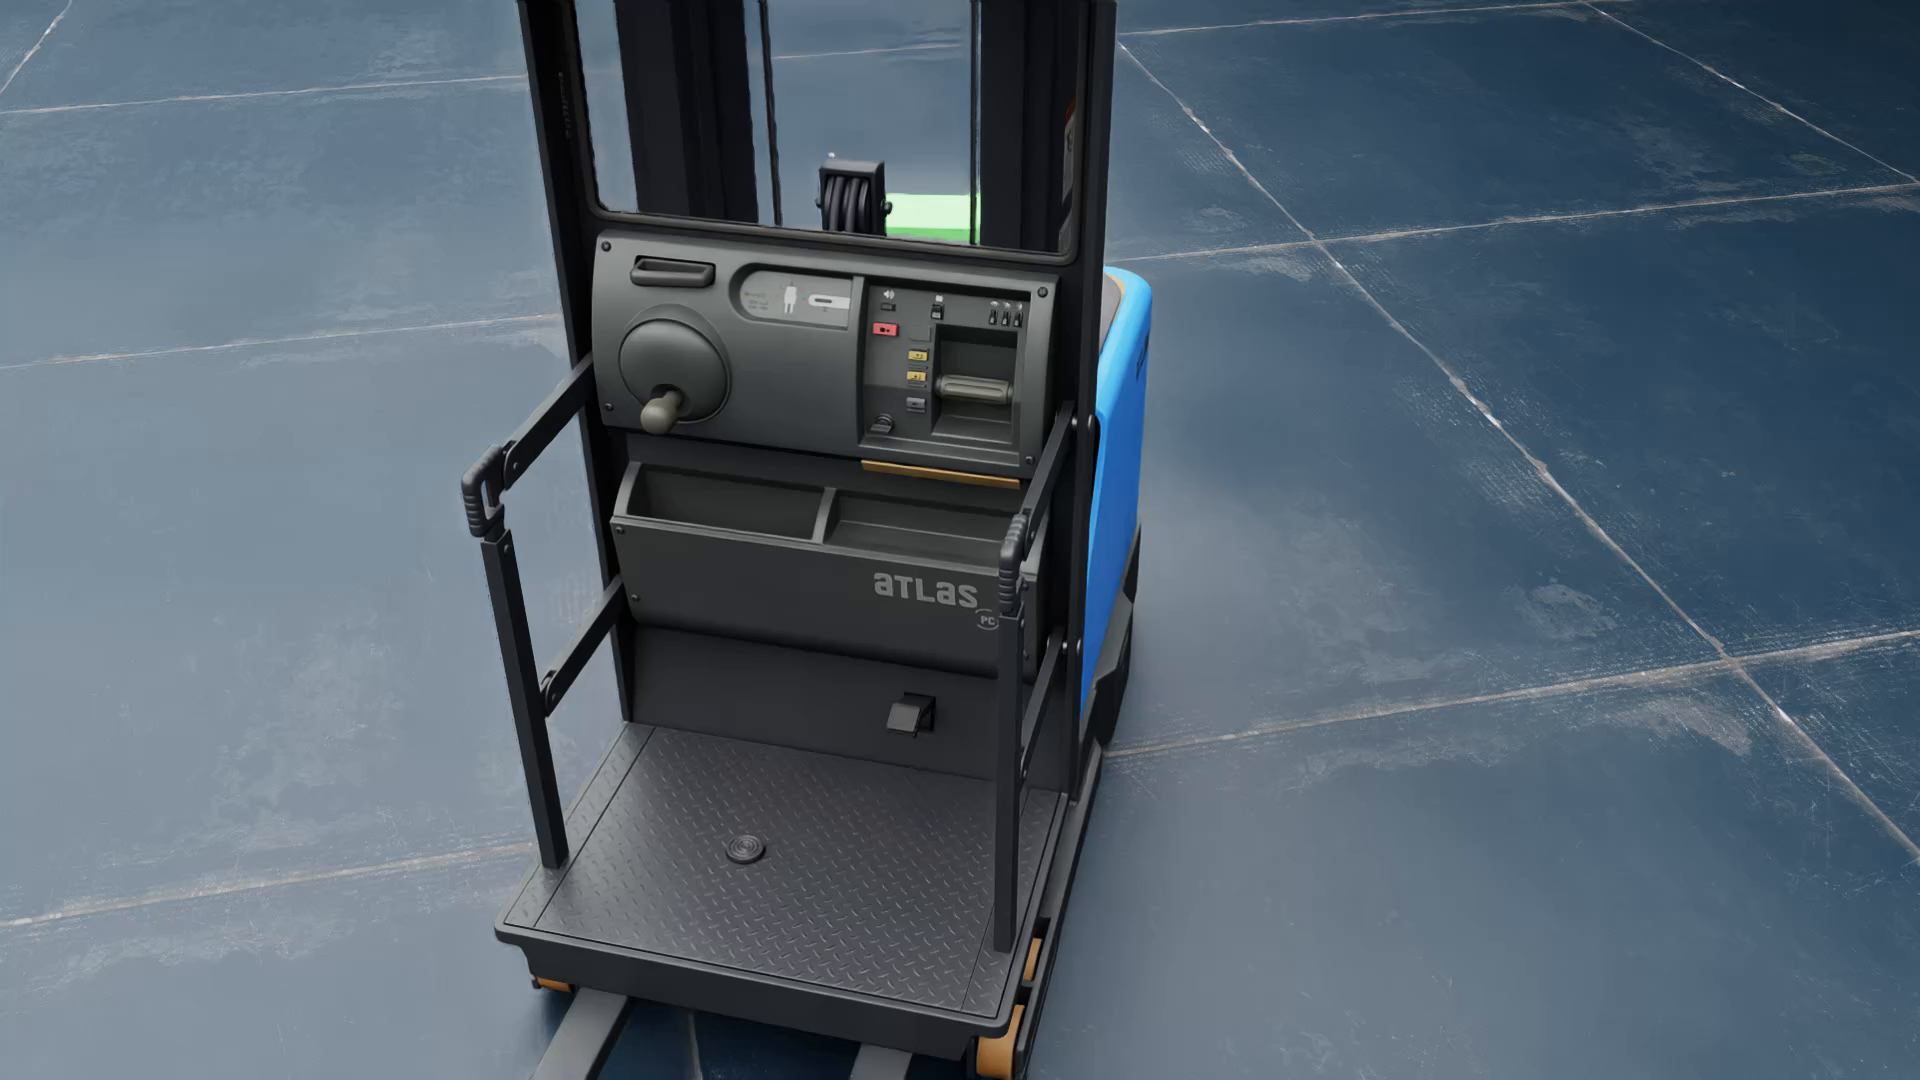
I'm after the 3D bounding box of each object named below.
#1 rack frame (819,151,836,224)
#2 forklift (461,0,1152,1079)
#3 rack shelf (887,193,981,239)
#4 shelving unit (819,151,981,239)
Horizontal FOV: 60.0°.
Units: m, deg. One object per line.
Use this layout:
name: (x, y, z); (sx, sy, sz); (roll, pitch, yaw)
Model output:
rack frame: (-0.371, -0.545, 4.986); (0.015, 1.200, 0.240); (2, 34, 3)
forklift: (-0.327, -0.308, 3.078); (1.130, 2.935, 3.031); (8, 35, 11)
rack shelf: (-0.128, -0.882, 4.740); (0.480, 0.148, 0.258); (2, 34, 3)
shelving unit: (-0.128, -0.536, 4.972); (0.503, 1.200, 0.258); (2, 34, 3)
